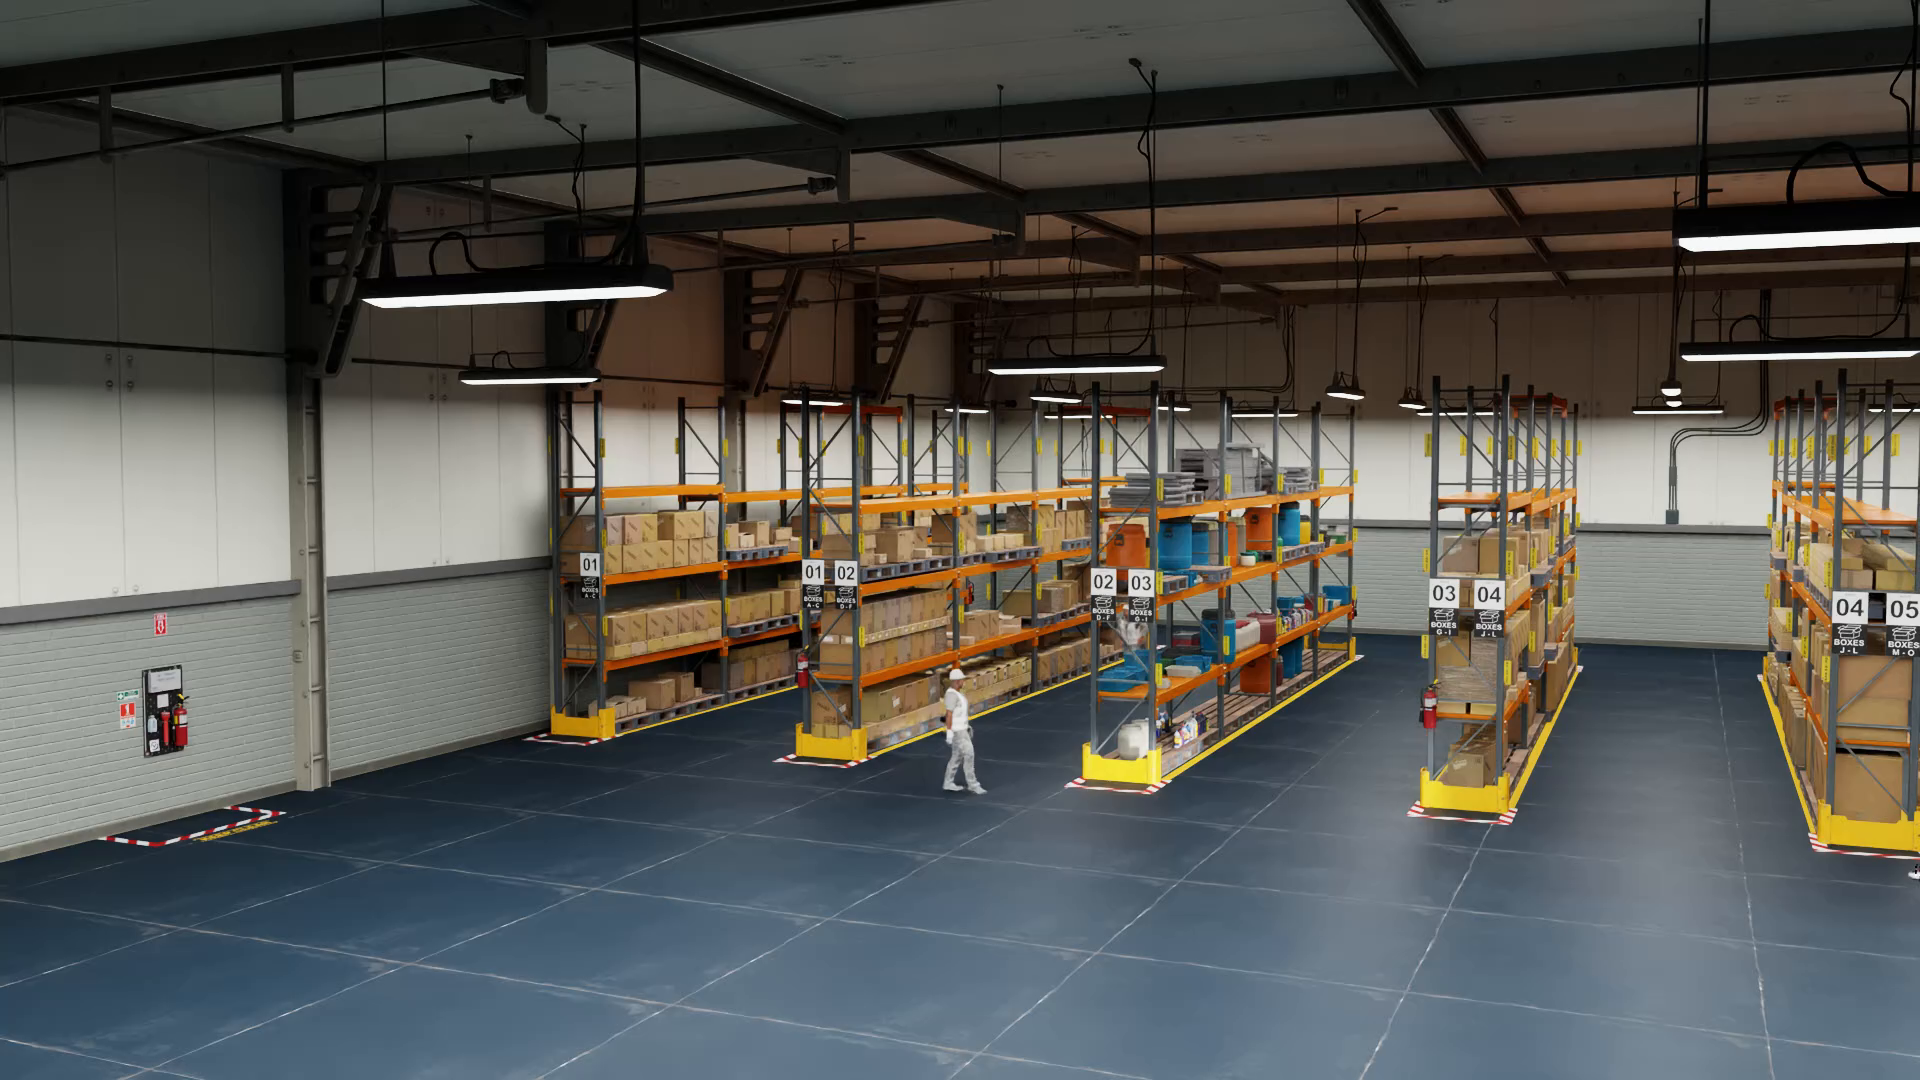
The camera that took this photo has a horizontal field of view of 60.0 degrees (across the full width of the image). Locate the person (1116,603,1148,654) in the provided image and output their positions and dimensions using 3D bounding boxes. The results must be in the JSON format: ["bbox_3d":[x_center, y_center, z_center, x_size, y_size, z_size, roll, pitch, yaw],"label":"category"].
[{"bbox_3d":[3.695,2.189,35.677,0.690,1.687,0.723,2,4,33],"label":"person"}]

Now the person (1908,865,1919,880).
[{"bbox_3d":[11.386,3.111,19.212,0.874,1.634,0.447,0,3,-5],"label":"person"}]

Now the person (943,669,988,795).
[{"bbox_3d":[0.078,2.776,24.215,0.663,1.788,0.573,0,3,3],"label":"person"}]
